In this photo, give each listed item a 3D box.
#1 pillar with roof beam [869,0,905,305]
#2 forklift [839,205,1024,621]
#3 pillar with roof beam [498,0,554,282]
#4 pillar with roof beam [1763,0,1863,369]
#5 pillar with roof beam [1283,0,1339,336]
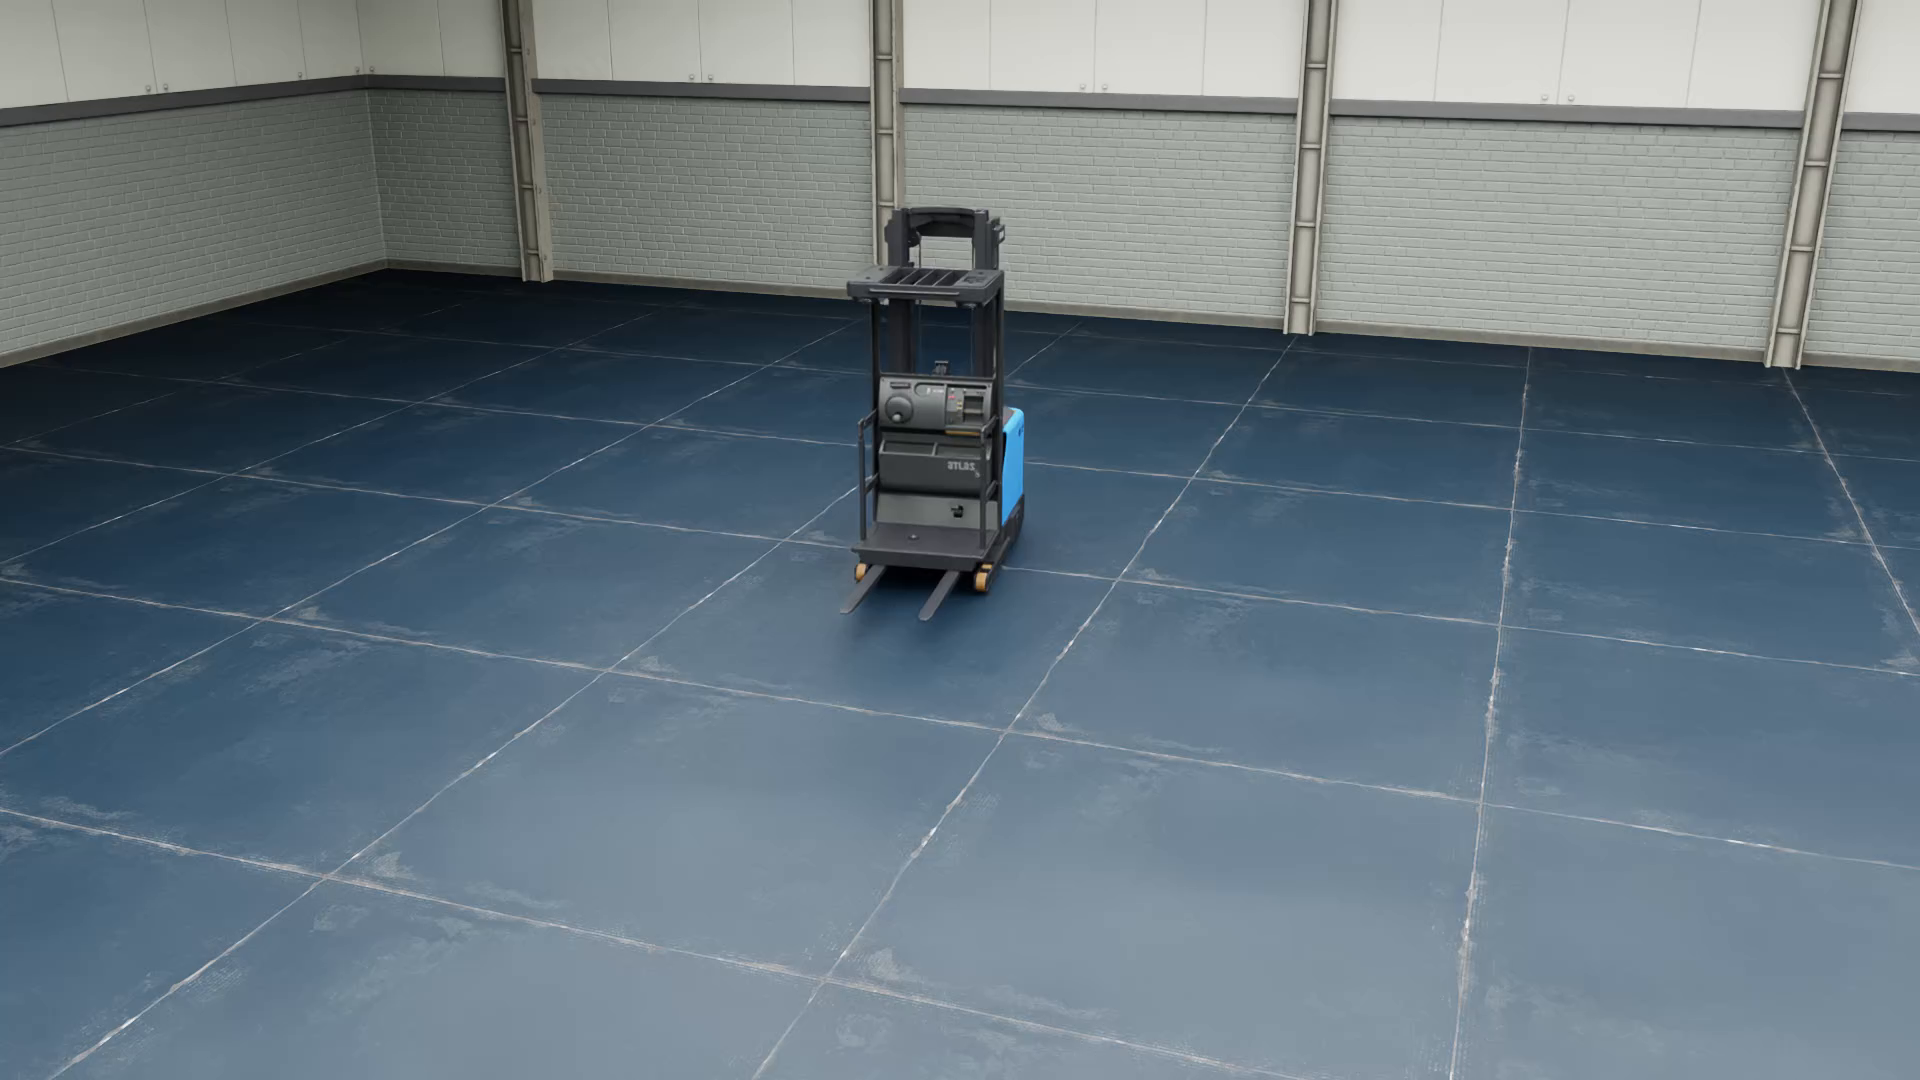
[{"bbox_3d":[-2.446,-6.396,19.255,0.400,9.000,9.100,7,20,18],"label":"pillar with roof beam"},{"bbox_3d":[-0.243,-1.097,13.269,1.130,2.935,3.031,4,20,12],"label":"forklift"},{"bbox_3d":[-8.113,-7.044,21.114,0.400,9.000,9.100,7,20,18],"label":"pillar with roof beam"},{"bbox_3d":[8.890,-5.100,15.536,0.400,9.000,9.100,7,20,18],"label":"pillar with roof beam"},{"bbox_3d":[3.222,-5.748,17.395,0.400,9.000,9.100,7,20,18],"label":"pillar with roof beam"}]
